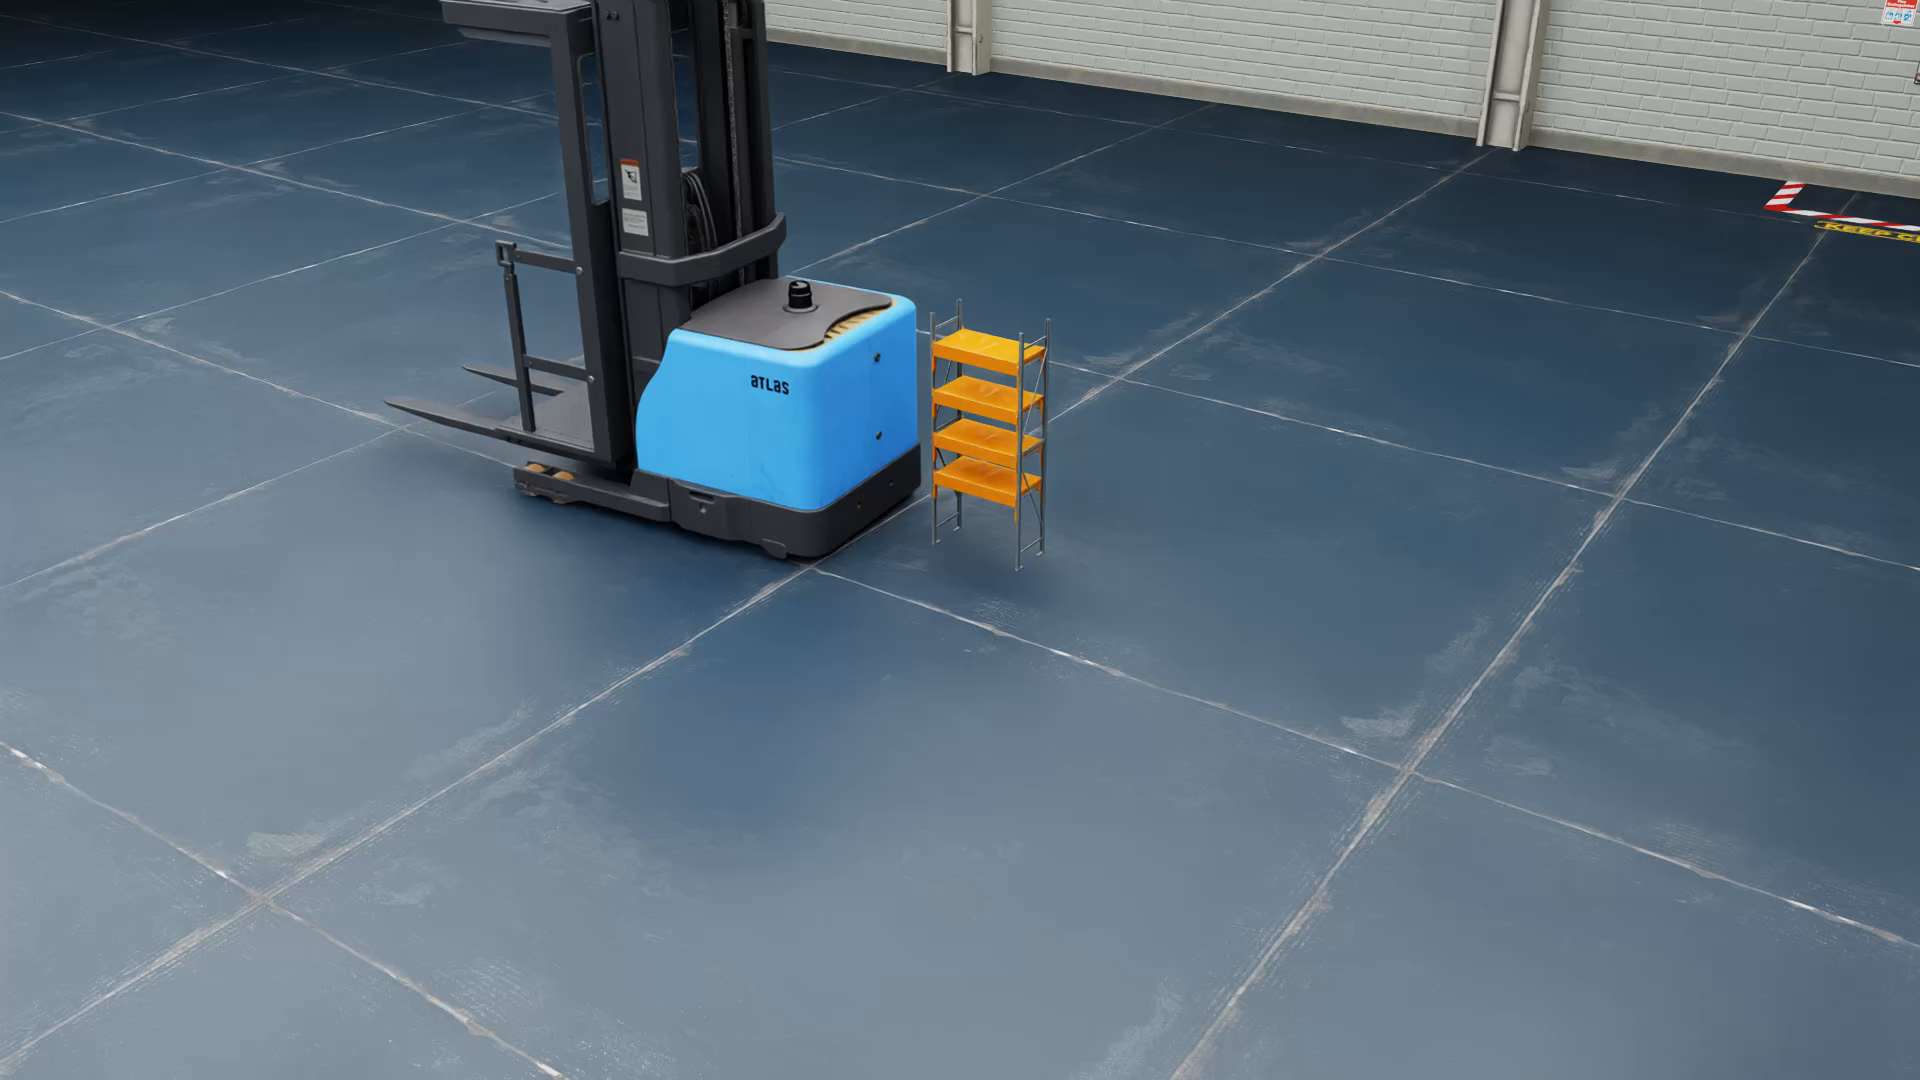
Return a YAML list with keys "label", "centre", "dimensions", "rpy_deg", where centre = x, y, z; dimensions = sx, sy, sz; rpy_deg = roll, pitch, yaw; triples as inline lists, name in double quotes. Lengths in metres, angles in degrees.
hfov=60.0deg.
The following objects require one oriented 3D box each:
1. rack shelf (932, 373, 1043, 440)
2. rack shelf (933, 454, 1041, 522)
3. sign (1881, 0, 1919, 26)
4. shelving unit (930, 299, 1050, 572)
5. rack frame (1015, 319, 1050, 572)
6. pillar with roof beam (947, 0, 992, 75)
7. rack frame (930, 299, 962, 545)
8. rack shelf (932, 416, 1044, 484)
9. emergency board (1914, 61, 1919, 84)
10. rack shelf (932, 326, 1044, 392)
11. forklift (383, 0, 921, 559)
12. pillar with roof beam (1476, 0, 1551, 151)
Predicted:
- label: "rack shelf"
  centre: [0.136, -0.632, 7.823]
  dimensions: [0.480, 0.148, 0.258]
  rpy_deg: [17, 32, 30]
- label: "rack shelf"
  centre: [0.136, -0.255, 8.015]
  dimensions: [0.480, 0.148, 0.258]
  rpy_deg: [17, 32, 30]
- label: "sign"
  centre: [7.580, -4.318, 13.387]
  dimensions: [0.234, 0.329, 0.001]
  rpy_deg: [17, 32, 30]
- label: "shelving unit"
  centre: [0.136, -0.492, 7.894]
  dimensions: [0.503, 1.200, 0.258]
  rpy_deg: [17, 32, 30]
- label: "rack frame"
  centre: [0.338, -0.430, 7.771]
  dimensions: [0.015, 1.200, 0.240]
  rpy_deg: [17, 32, 30]
- label: "pillar with roof beam"
  centre: [-2.336, -7.618, 13.298]
  dimensions: [0.400, 9.000, 9.100]
  rpy_deg: [17, 32, 30]
- label: "rack frame"
  centre: [-0.065, -0.555, 8.017]
  dimensions: [0.015, 1.200, 0.240]
  rpy_deg: [17, 32, 30]
- label: "rack shelf"
  centre: [0.136, -0.432, 7.925]
  dimensions: [0.480, 0.148, 0.258]
  rpy_deg: [17, 32, 30]
- label: "emergency board"
  centre: [7.981, -4.130, 13.059]
  dimensions: [0.626, 1.169, 0.157]
  rpy_deg: [17, 32, 30]
- label: "rack shelf"
  centre: [0.136, -0.842, 7.716]
  dimensions: [0.480, 0.148, 0.258]
  rpy_deg: [17, 32, 30]
- label: "forklift"
  centre: [-1.742, -1.685, 8.329]
  dimensions: [3.031, 2.935, 1.130]
  rpy_deg: [14, 30, 26]
- label: "pillar with roof beam"
  centre: [2.610, -6.077, 10.270]
  dimensions: [0.400, 9.000, 9.100]
  rpy_deg: [17, 32, 30]
